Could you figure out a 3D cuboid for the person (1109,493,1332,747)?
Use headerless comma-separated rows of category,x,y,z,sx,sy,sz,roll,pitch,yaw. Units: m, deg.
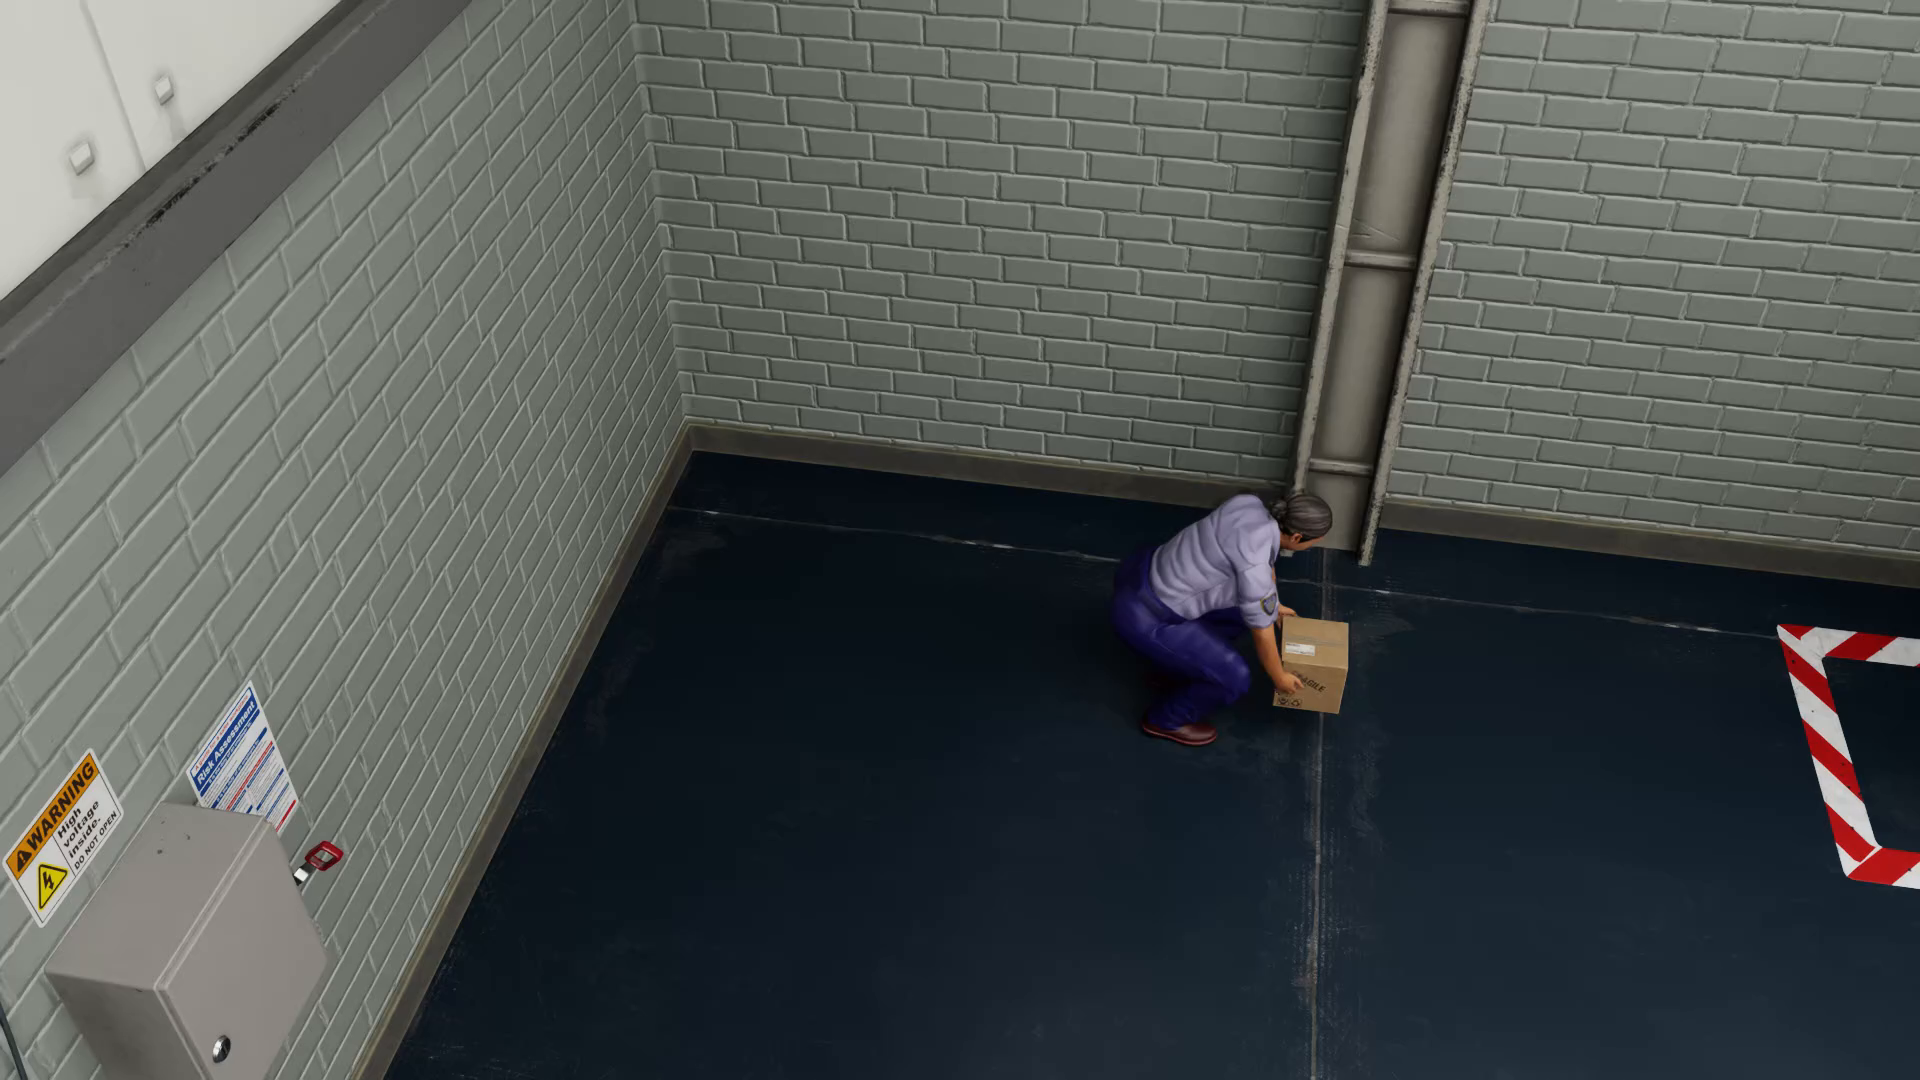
person,0.957,0.254,6.309,0.769,1.087,0.536,7,41,8
